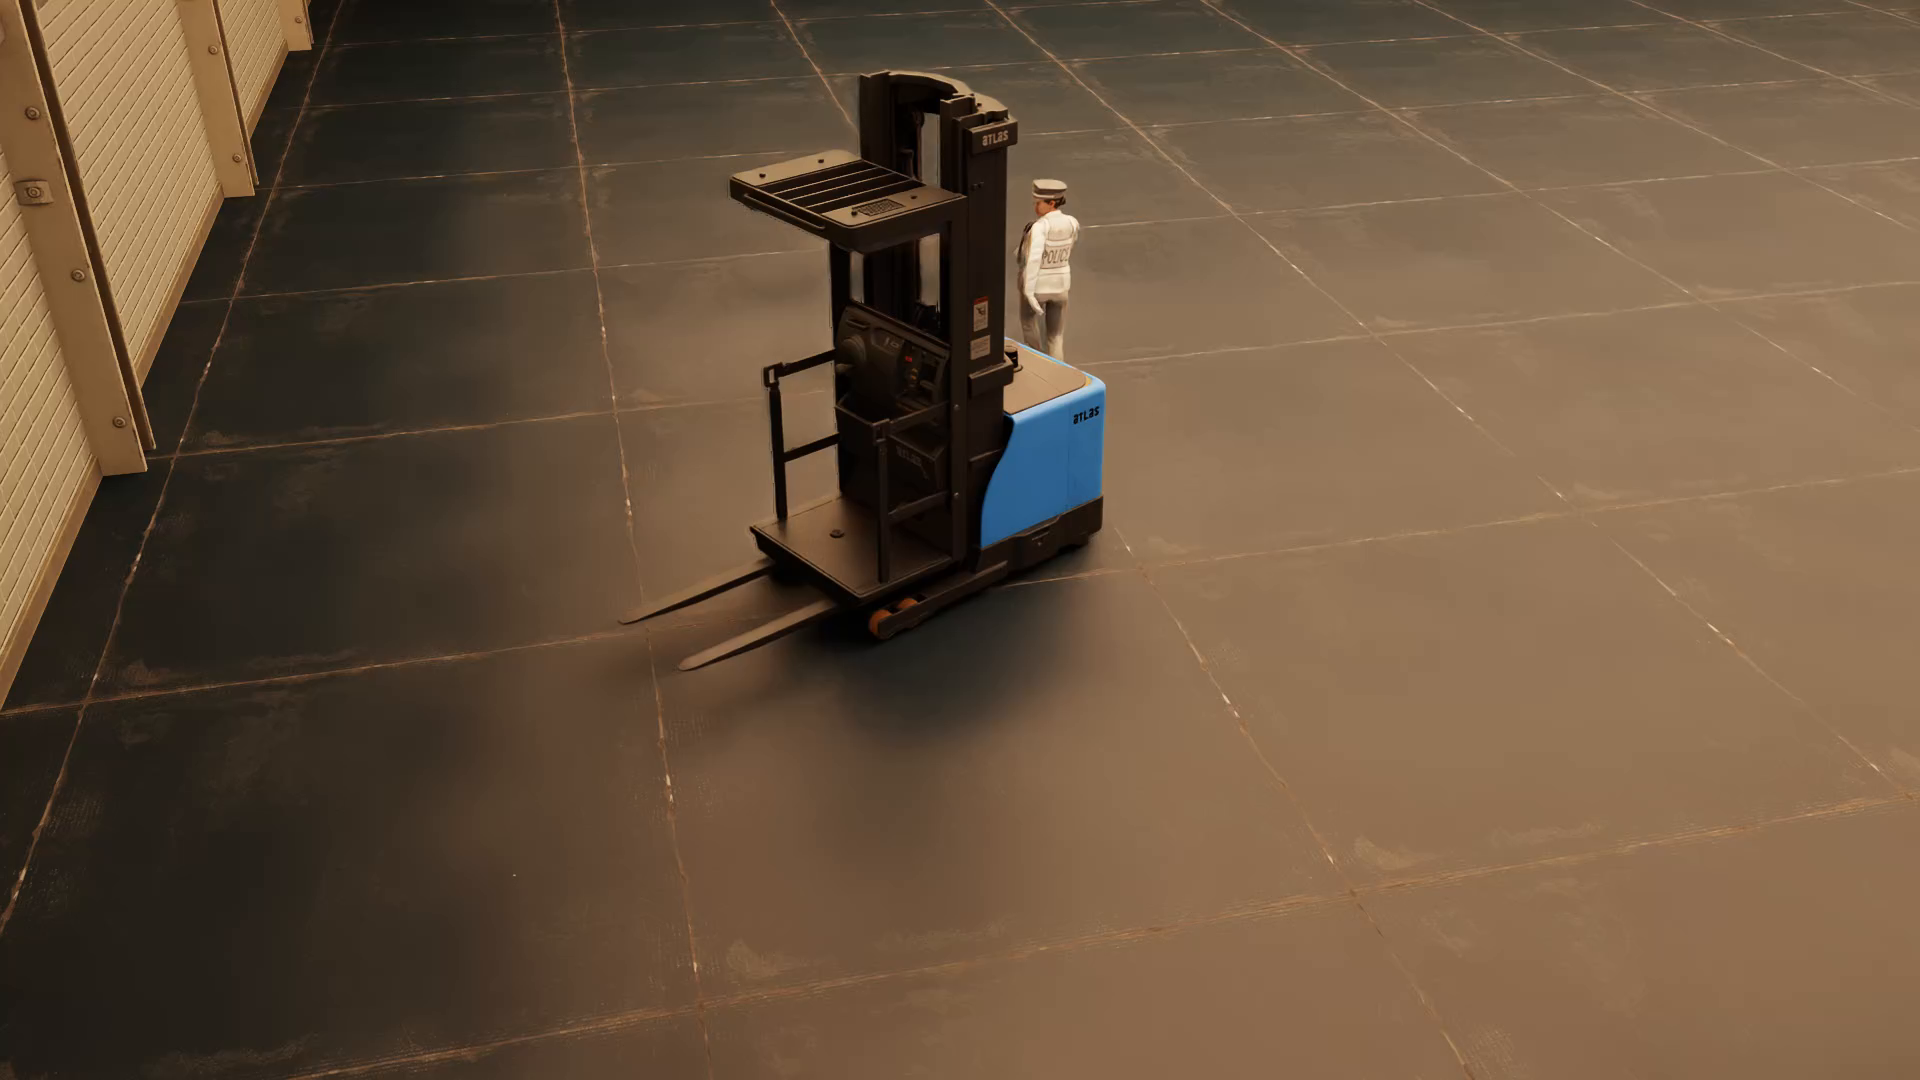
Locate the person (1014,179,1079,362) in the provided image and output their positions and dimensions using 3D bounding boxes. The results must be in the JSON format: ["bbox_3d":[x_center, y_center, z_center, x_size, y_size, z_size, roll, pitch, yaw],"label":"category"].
[{"bbox_3d":[0.614,-1.841,12.124,0.513,1.617,0.887,-7,31,-12],"label":"person"}]

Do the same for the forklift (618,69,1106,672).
[{"bbox_3d":[-0.549,-0.997,9.297,3.031,2.935,1.130,-23,37,-34],"label":"forklift"}]
